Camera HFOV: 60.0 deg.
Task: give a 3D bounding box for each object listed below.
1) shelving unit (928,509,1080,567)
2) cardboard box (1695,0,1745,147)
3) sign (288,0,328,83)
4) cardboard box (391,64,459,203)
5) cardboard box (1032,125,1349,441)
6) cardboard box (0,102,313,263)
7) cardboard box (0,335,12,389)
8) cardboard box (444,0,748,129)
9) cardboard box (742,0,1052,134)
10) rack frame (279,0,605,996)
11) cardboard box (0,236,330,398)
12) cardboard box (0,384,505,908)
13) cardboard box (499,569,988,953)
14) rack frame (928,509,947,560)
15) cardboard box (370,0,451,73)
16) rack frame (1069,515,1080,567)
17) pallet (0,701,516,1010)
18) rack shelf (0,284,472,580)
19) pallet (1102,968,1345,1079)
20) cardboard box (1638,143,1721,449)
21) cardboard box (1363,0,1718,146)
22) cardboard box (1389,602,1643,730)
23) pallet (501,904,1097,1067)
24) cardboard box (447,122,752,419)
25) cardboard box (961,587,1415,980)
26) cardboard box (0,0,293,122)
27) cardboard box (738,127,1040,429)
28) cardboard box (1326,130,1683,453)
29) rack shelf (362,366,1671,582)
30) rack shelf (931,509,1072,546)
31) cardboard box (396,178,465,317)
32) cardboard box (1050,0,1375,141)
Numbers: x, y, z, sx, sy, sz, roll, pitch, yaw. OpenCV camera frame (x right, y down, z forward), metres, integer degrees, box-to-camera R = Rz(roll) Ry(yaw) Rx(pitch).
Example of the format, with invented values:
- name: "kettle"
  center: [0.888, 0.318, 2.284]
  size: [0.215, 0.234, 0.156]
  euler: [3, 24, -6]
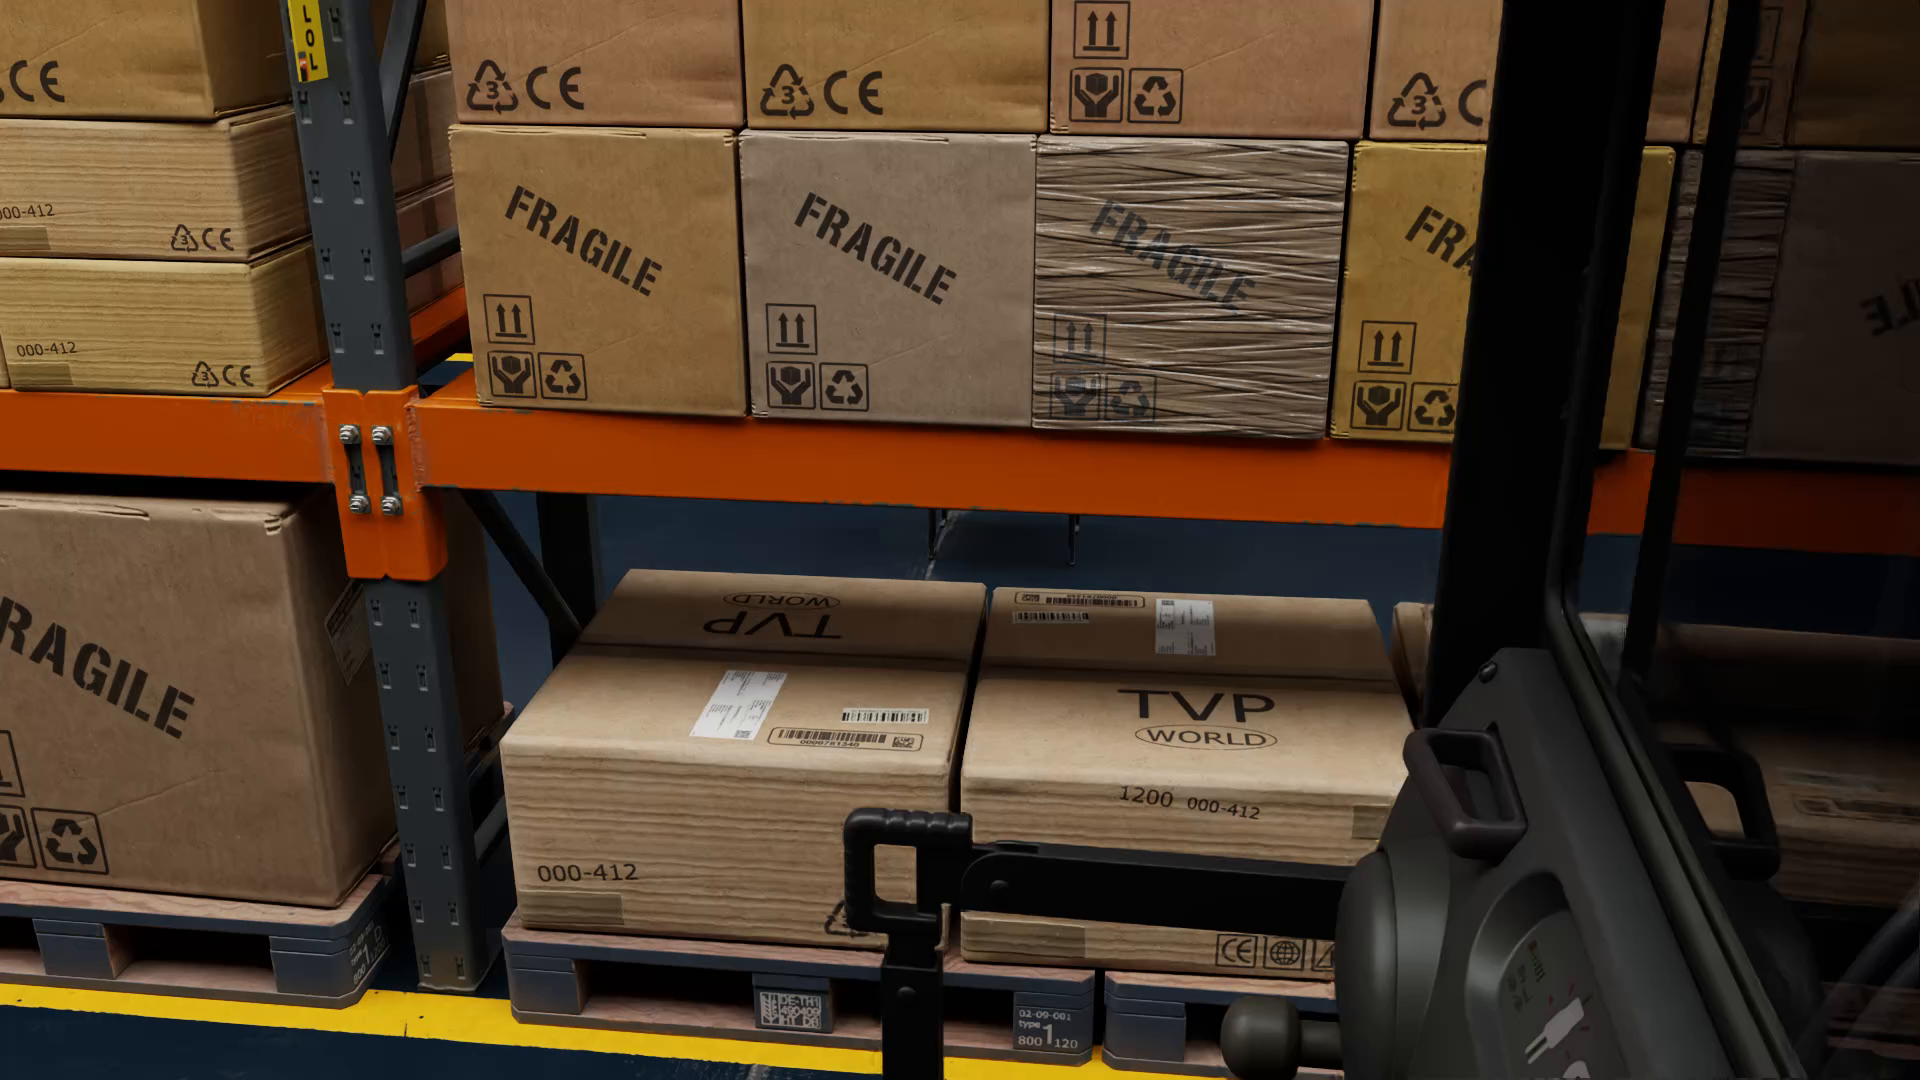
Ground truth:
- name: "shelving unit"
  center: [0.164, -0.969, 5.536]
  size: [0.503, 2.100, 0.431]
  euler: [2, 22, 6]
- name: "cardboard box"
  center: [1.427, -0.925, 2.703]
  size: [0.500, 0.500, 0.500]
  euler: [2, 22, 6]
- name: "sign"
  center: [-1.079, -0.921, 2.723]
  size: [0.005, 0.325, 0.100]
  euler: [2, 22, 6]
- name: "cardboard box"
  center: [-1.429, -0.903, 3.668]
  size: [0.500, 0.250, 0.500]
  euler: [2, 22, 5]
- name: "cardboard box"
  center: [0.402, -0.502, 2.993]
  size: [0.500, 0.500, 0.500]
  euler: [3, 22, 7]
- name: "cardboard box"
  center: [-1.491, -0.711, 3.183]
  size: [0.500, 0.250, 0.500]
  euler: [2, 22, 6]
- name: "cardboard box"
  center: [-2.006, -0.498, 3.324]
  size: [0.500, 0.250, 0.500]
  euler: [2, 22, 6]
- name: "cardboard box"
  center: [-0.581, -1.021, 2.945]
  size: [0.500, 0.500, 0.500]
  euler: [3, 22, 7]
- name: "cardboard box"
  center: [-0.080, -0.996, 2.884]
  size: [0.500, 0.500, 0.500]
  euler: [2, 22, 6]
- name: "rack frame"
  center: [-1.025, -0.618, 3.423]
  size: [0.127, 3.000, 1.000]
  euler: [2, 22, 6]
- name: "cardboard box"
  center: [-1.500, -0.476, 3.267]
  size: [0.500, 0.250, 0.500]
  euler: [2, 22, 5]
- name: "cardboard box"
  center: [-1.650, 0.177, 3.731]
  size: [0.875, 0.875, 0.875]
  euler: [3, 22, 8]
- name: "cardboard box"
  center: [-0.414, 0.444, 3.649]
  size: [0.875, 0.438, 0.875]
  euler: [2, 22, 6]
- name: "rack frame"
  center: [-0.078, -0.980, 5.562]
  size: [0.015, 2.100, 0.400]
  euler: [2, 22, 6]
- name: "cardboard box"
  center: [-1.428, -1.254, 3.535]
  size: [0.500, 0.500, 0.500]
  euler: [3, 22, 7]
- name: "rack frame"
  center: [0.407, -0.959, 5.509]
  size: [0.015, 2.100, 0.400]
  euler: [2, 22, 6]
- name: "pallet"
  center: [-1.800, 0.673, 3.951]
  size: [1.213, 0.211, 1.003]
  euler: [2, 22, 6]
- name: "rack shelf"
  center: [-3.011, -0.370, 3.774]
  size: [4.000, 0.370, 1.077]
  euler: [2, 22, 6]
- name: "pallet"
  center: [0.936, 0.792, 3.649]
  size: [1.213, 0.211, 1.003]
  euler: [2, 22, 6]
- name: "cardboard box"
  center: [1.428, -0.462, 2.892]
  size: [0.500, 0.500, 0.500]
  euler: [3, 22, 8]
- name: "cardboard box"
  center: [0.928, -0.947, 2.760]
  size: [0.500, 0.500, 0.500]
  euler: [2, 22, 6]
- name: "cardboard box"
  center: [1.370, 0.523, 3.452]
  size: [0.875, 0.438, 0.875]
  euler: [3, 22, 8]
- name: "pallet"
  center: [-0.279, 0.740, 3.781]
  size: [1.213, 0.211, 1.003]
  euler: [2, 22, 6]
- name: "cardboard box"
  center: [-0.590, -0.549, 3.112]
  size: [0.500, 0.500, 0.500]
  euler: [3, 22, 8]
- name: "cardboard box"
  center: [0.475, 0.483, 3.552]
  size: [0.875, 0.438, 0.875]
  euler: [2, 22, 5]
- name: "cardboard box"
  center: [-1.498, -1.057, 3.038]
  size: [0.500, 0.500, 0.500]
  euler: [3, 22, 8]
- name: "cardboard box"
  center: [-0.091, -0.525, 3.053]
  size: [0.500, 0.500, 0.500]
  euler: [3, 22, 7]
- name: "cardboard box"
  center: [0.914, -0.479, 2.936]
  size: [0.500, 0.500, 0.500]
  euler: [3, 22, 8]
- name: "rack shelf"
  center: [0.961, -0.197, 3.337]
  size: [4.000, 0.370, 1.077]
  euler: [2, 22, 6]
- name: "rack shelf"
  center: [0.164, -0.306, 5.798]
  size: [0.480, 0.518, 0.431]
  euler: [2, 22, 6]
- name: "cardboard box"
  center: [-1.431, -0.664, 3.743]
  size: [0.500, 0.250, 0.500]
  euler: [2, 22, 5]
- name: "cardboard box"
  center: [0.428, -0.970, 2.818]
  size: [0.500, 0.500, 0.500]
  euler: [3, 22, 7]
